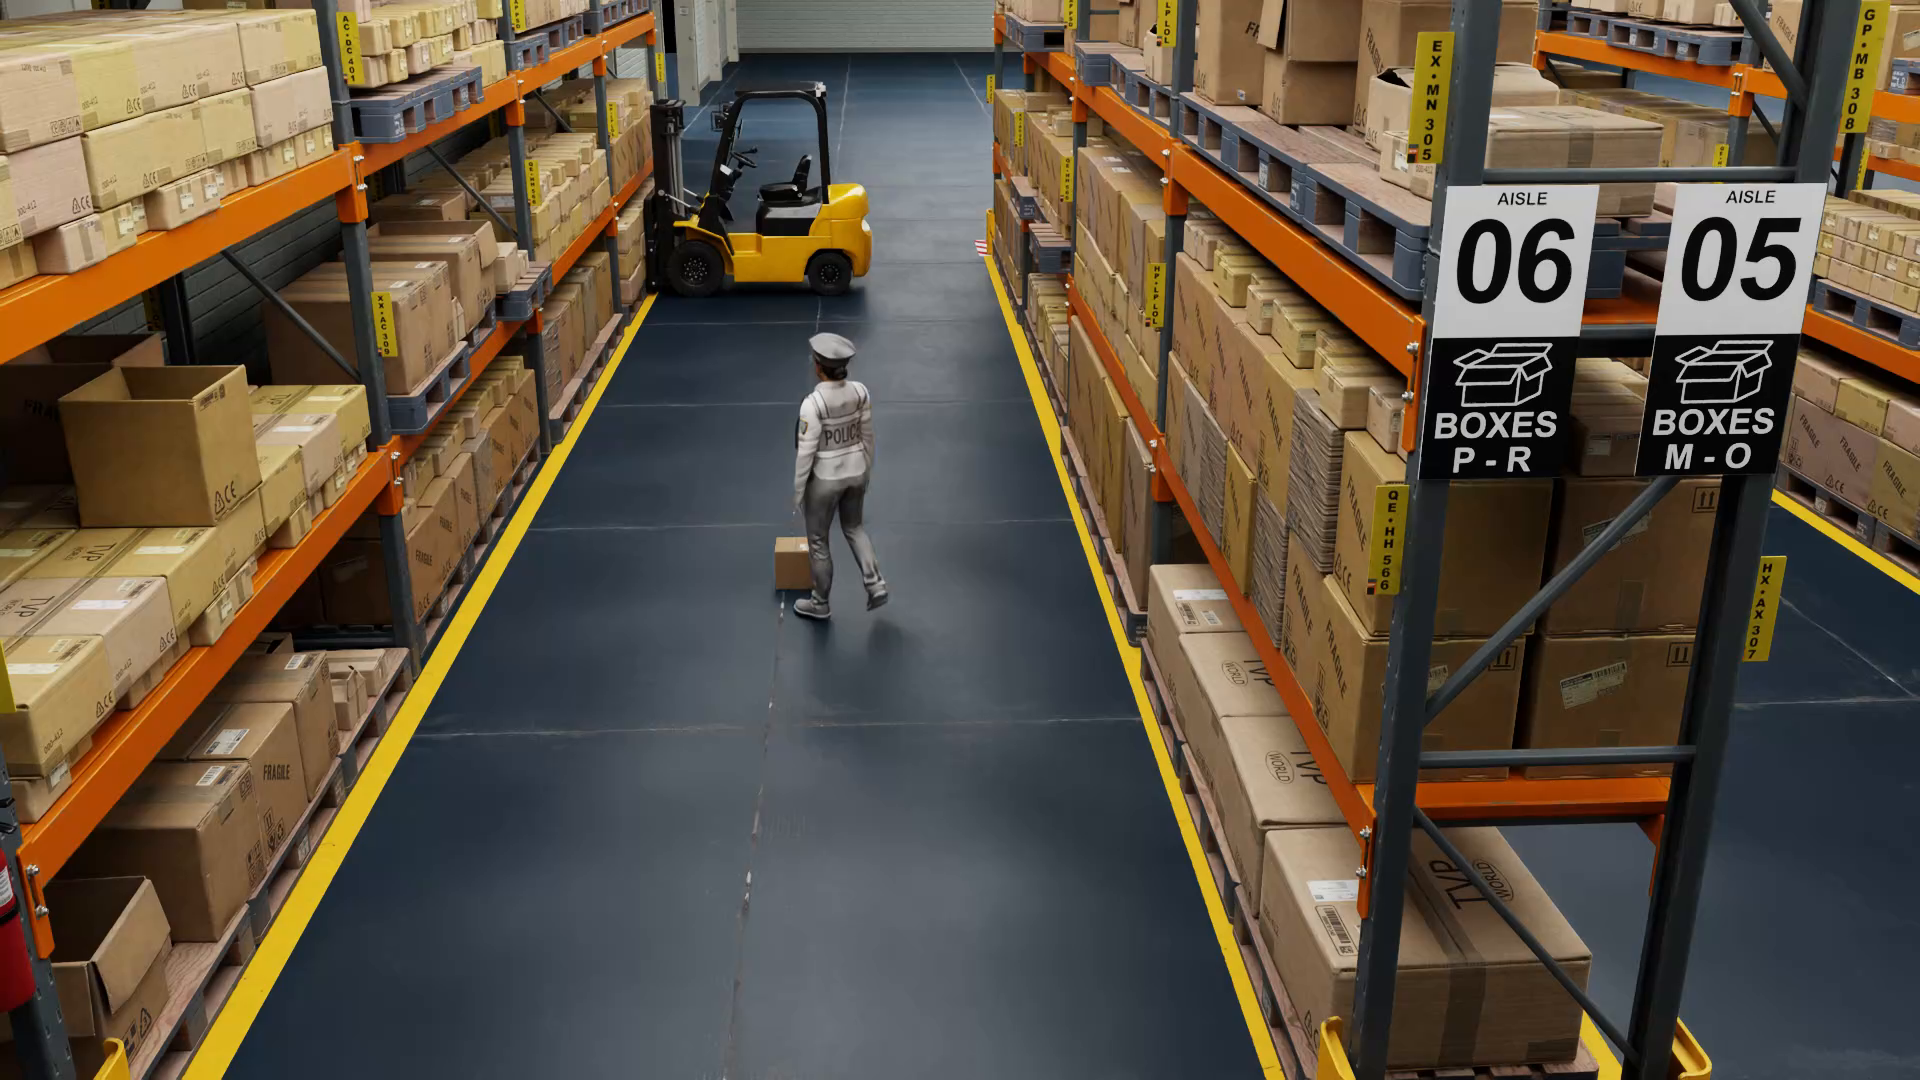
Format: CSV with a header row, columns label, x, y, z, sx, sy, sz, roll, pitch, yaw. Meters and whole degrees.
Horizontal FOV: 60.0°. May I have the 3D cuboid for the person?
label,x,y,z,sx,sy,sz,roll,pitch,yaw
person,-0.862,-0.333,9.417,0.521,1.727,0.386,-17,26,-38
